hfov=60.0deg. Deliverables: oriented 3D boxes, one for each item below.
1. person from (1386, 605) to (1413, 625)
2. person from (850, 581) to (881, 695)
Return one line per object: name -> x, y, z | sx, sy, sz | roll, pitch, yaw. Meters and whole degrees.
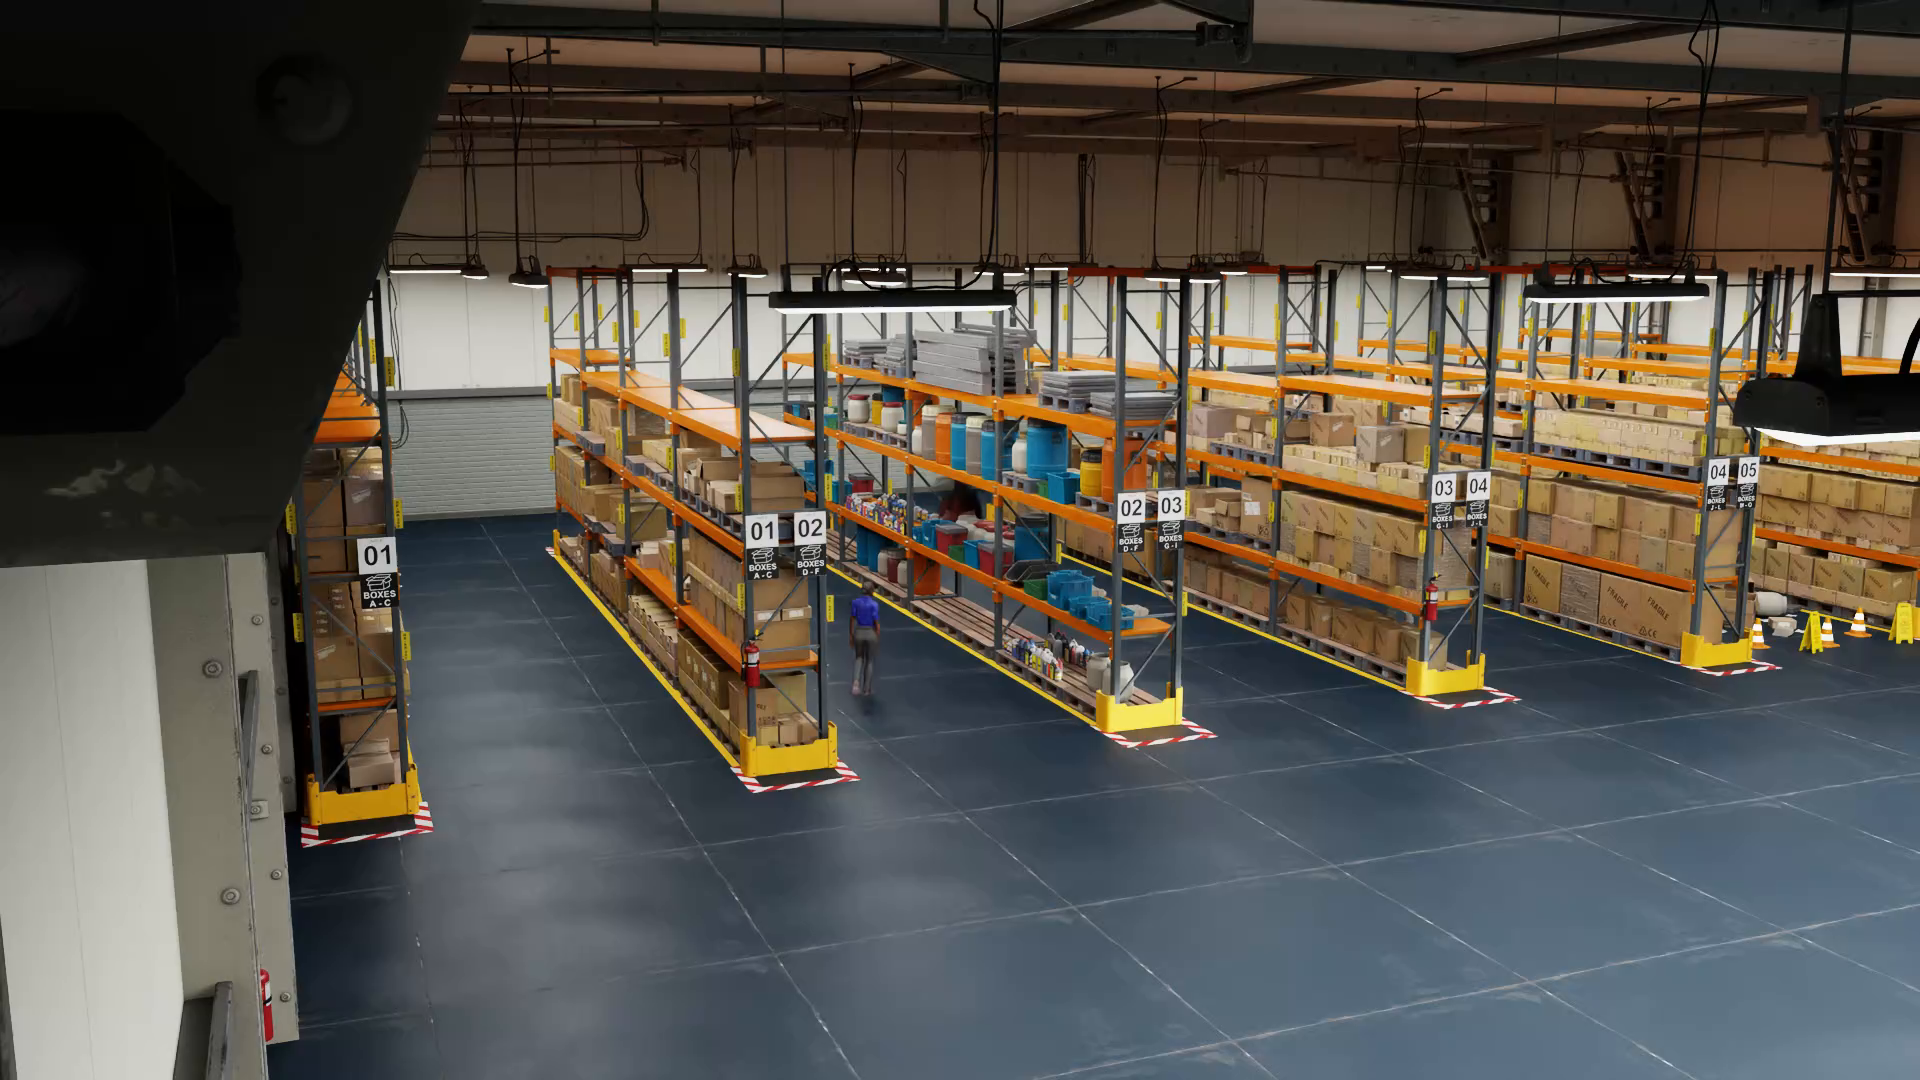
person -> 7.280, 0.654, 27.729 | 0.641, 1.788, 0.453 | 8, 13, 39
person -> -1.346, 1.400, 23.780 | 0.462, 1.659, 0.432 | 3, 10, 18
